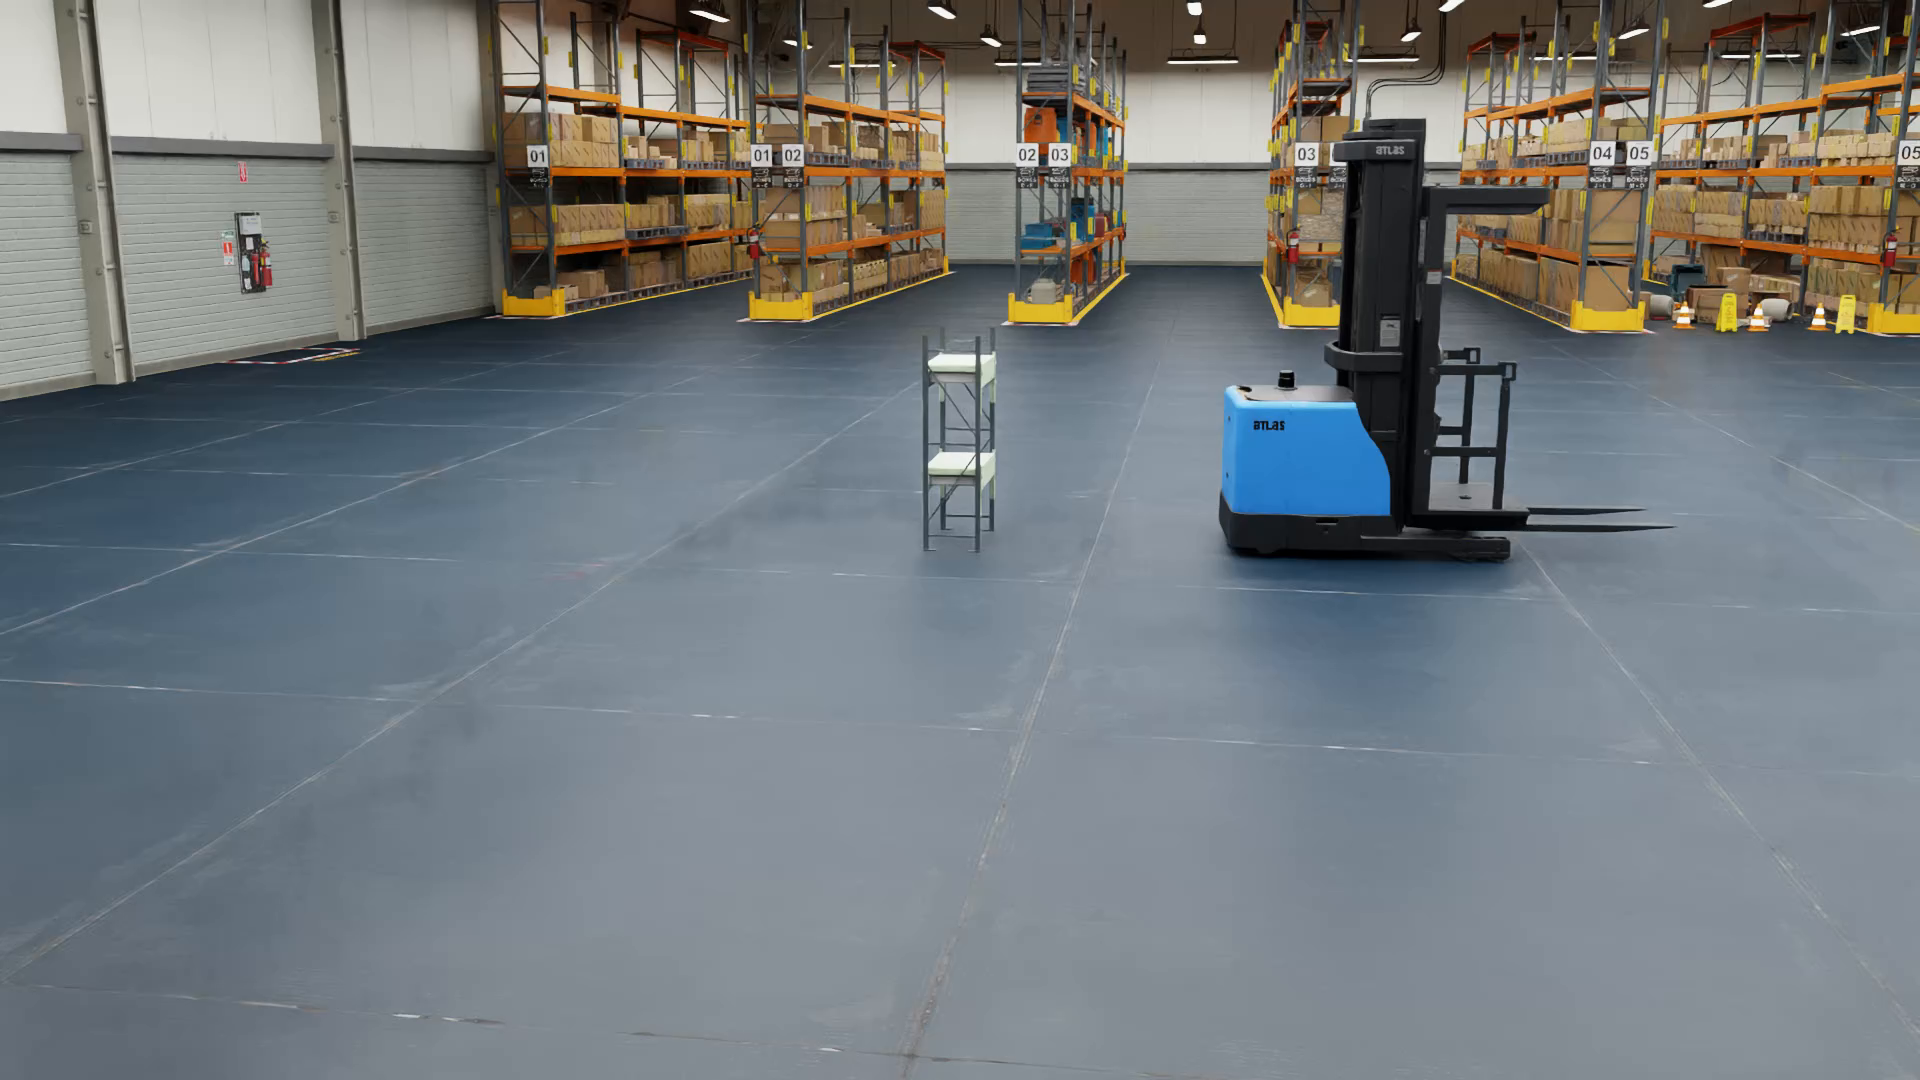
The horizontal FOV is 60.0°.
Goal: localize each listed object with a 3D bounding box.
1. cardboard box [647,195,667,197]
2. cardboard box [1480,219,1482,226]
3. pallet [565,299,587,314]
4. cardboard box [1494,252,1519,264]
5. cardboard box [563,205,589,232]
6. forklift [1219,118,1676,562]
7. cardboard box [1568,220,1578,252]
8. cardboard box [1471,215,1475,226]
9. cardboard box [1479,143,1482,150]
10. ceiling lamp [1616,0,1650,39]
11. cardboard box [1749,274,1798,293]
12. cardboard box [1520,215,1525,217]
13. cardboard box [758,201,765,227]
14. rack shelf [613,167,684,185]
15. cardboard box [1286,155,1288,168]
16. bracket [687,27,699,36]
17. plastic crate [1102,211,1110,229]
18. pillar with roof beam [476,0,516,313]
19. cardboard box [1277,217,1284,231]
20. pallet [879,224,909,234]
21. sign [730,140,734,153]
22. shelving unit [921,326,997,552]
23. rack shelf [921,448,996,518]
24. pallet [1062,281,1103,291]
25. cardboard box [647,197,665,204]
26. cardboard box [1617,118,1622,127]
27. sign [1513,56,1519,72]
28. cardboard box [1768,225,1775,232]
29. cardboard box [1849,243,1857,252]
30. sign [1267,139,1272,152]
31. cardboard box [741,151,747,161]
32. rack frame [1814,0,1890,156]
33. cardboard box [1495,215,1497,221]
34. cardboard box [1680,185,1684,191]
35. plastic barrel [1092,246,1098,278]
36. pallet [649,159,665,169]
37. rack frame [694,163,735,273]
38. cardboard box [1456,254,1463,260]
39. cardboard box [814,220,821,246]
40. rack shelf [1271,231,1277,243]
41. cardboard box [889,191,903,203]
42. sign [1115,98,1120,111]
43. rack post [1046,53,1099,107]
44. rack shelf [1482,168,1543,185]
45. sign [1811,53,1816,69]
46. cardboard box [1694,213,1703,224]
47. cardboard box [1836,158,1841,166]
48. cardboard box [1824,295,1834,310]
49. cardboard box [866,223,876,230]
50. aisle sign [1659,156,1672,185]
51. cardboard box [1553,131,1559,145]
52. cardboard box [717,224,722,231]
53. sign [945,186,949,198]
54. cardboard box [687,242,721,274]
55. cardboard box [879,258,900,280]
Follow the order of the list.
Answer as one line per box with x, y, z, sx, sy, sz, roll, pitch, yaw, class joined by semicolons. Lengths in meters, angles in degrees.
-7.226;-8.154;39.936;0.500;0.250;0.500;2;12;10;cardboard box
12.510;-7.503;39.287;0.380;0.149;0.250;2;12;9;cardboard box
-8.098;-4.635;33.001;1.003;0.211;1.213;2;12;9;pallet
12.442;-6.423;37.834;0.500;0.250;0.500;2;12;9;cardboard box
-7.728;-6.417;33.180;0.500;0.500;0.500;1;12;7;cardboard box
3.401;-1.397;11.518;3.031;2.935;1.130;1;12;4;forklift
11.374;-5.419;29.661;0.875;0.550;0.550;2;12;9;cardboard box
13.021;-8.062;41.338;0.500;0.500;0.500;2;12;7;cardboard box
12.949;-9.663;40.816;0.380;0.149;0.250;2;12;9;cardboard box
15.765;-13.193;37.997;0.800;3.185;2.000;2;12;9;ceiling lamp
17.339;-5.481;35.547;0.950;0.372;0.625;1;12;5;cardboard box
12.374;-7.156;35.468;0.700;0.500;0.500;2;12;8;cardboard box
-5.978;-9.034;46.079;0.980;0.700;0.700;2;12;8;cardboard box
-7.347;-8.178;37.410;1.077;0.370;4.000;2;12;9;rack shelf
6.706;-7.474;32.788;0.500;0.250;0.500;1;12;6;cardboard box
-6.884;-13.081;42.787;0.235;0.232;0.430;2;12;9;bracket
3.750;-8.230;42.768;0.402;0.464;0.583;2;12;9;plastic crate
-4.763;-8.782;31.382;9.100;9.000;0.400;2;12;9;pillar with roof beam
7.475;-7.158;37.851;0.500;0.500;0.500;2;12;10;cardboard box
-1.850;-7.632;40.740;1.003;0.211;1.213;2;12;9;pallet
-5.887;-10.170;42.970;0.100;0.325;0.005;2;12;9;sign
-0.001;-0.732;11.829;0.431;1.500;0.755;2;12;9;shelving unit
-0.001;-0.413;11.898;0.431;0.370;0.720;2;12;9;rack shelf
2.830;-5.961;39.154;1.003;0.211;1.213;2;12;9;pallet
-7.098;-7.921;38.806;0.380;0.149;0.250;0;12;-1;cardboard box
11.743;-7.304;29.113;0.380;0.149;0.250;2;12;8;cardboard box
11.992;-10.260;35.838;0.100;0.325;0.005;2;12;9;sign
17.015;-6.476;34.522;0.380;0.149;0.250;3;12;12;cardboard box
16.179;-5.243;29.797;0.380;0.149;0.250;2;12;8;cardboard box
8.327;-10.616;44.748;0.100;0.325;0.005;2;12;9;sign
-5.965;-10.201;44.209;0.500;0.250;0.500;2;12;7;cardboard box
16.821;-8.778;31.362;1.000;3.000;0.127;2;12;9;rack frame
12.195;-7.218;37.259;0.380;0.149;0.250;2;12;11;cardboard box
18.043;-8.703;41.108;0.380;0.149;0.250;2;12;7;cardboard box
3.156;-6.911;40.926;0.600;0.901;0.708;2;12;9;plastic barrel
-7.298;-8.363;37.005;1.213;0.211;1.003;2;12;9;pallet
-6.424;-8.313;43.446;1.000;3.000;0.127;2;12;9;rack frame
13.343;-7.487;43.971;0.380;0.149;0.250;1;12;6;cardboard box
-3.132;-6.013;32.539;0.700;0.500;0.500;2;12;9;cardboard box
7.951;-7.063;39.356;1.077;0.370;4.000;2;12;9;rack shelf
-1.707;-8.804;43.116;0.500;0.500;0.500;2;12;9;cardboard box
3.908;-10.804;41.262;0.100;0.325;0.005;2;12;9;sign
2.352;-9.769;35.491;1.013;1.000;3.121;2;12;9;rack post
12.837;-8.348;38.196;1.077;0.370;4.000;2;12;9;rack shelf
17.974;-10.090;35.047;0.100;0.325;0.005;2;12;9;sign
17.705;-7.599;39.302;0.500;0.250;0.500;2;12;7;cardboard box
16.428;-6.973;30.704;0.380;0.149;0.250;2;12;10;cardboard box
16.313;-4.370;30.680;0.500;0.250;0.500;2;12;8;cardboard box
-2.243;-7.203;38.506;0.500;0.311;0.500;3;12;12;cardboard box
18.391;-9.638;43.425;0.394;0.787;0.004;2;12;9;aisle sign
11.486;-7.579;31.337;0.500;0.250;0.500;2;12;8;cardboard box
-6.279;-7.958;42.346;0.380;0.149;0.250;2;12;9;cardboard box
-0.368;-9.684;46.310;0.100;0.325;0.005;2;12;9;sign
-6.530;-7.143;42.122;0.750;0.750;0.750;2;12;10;cardboard box
-1.717;-6.508;39.961;0.500;0.500;0.500;1;12;7;cardboard box
